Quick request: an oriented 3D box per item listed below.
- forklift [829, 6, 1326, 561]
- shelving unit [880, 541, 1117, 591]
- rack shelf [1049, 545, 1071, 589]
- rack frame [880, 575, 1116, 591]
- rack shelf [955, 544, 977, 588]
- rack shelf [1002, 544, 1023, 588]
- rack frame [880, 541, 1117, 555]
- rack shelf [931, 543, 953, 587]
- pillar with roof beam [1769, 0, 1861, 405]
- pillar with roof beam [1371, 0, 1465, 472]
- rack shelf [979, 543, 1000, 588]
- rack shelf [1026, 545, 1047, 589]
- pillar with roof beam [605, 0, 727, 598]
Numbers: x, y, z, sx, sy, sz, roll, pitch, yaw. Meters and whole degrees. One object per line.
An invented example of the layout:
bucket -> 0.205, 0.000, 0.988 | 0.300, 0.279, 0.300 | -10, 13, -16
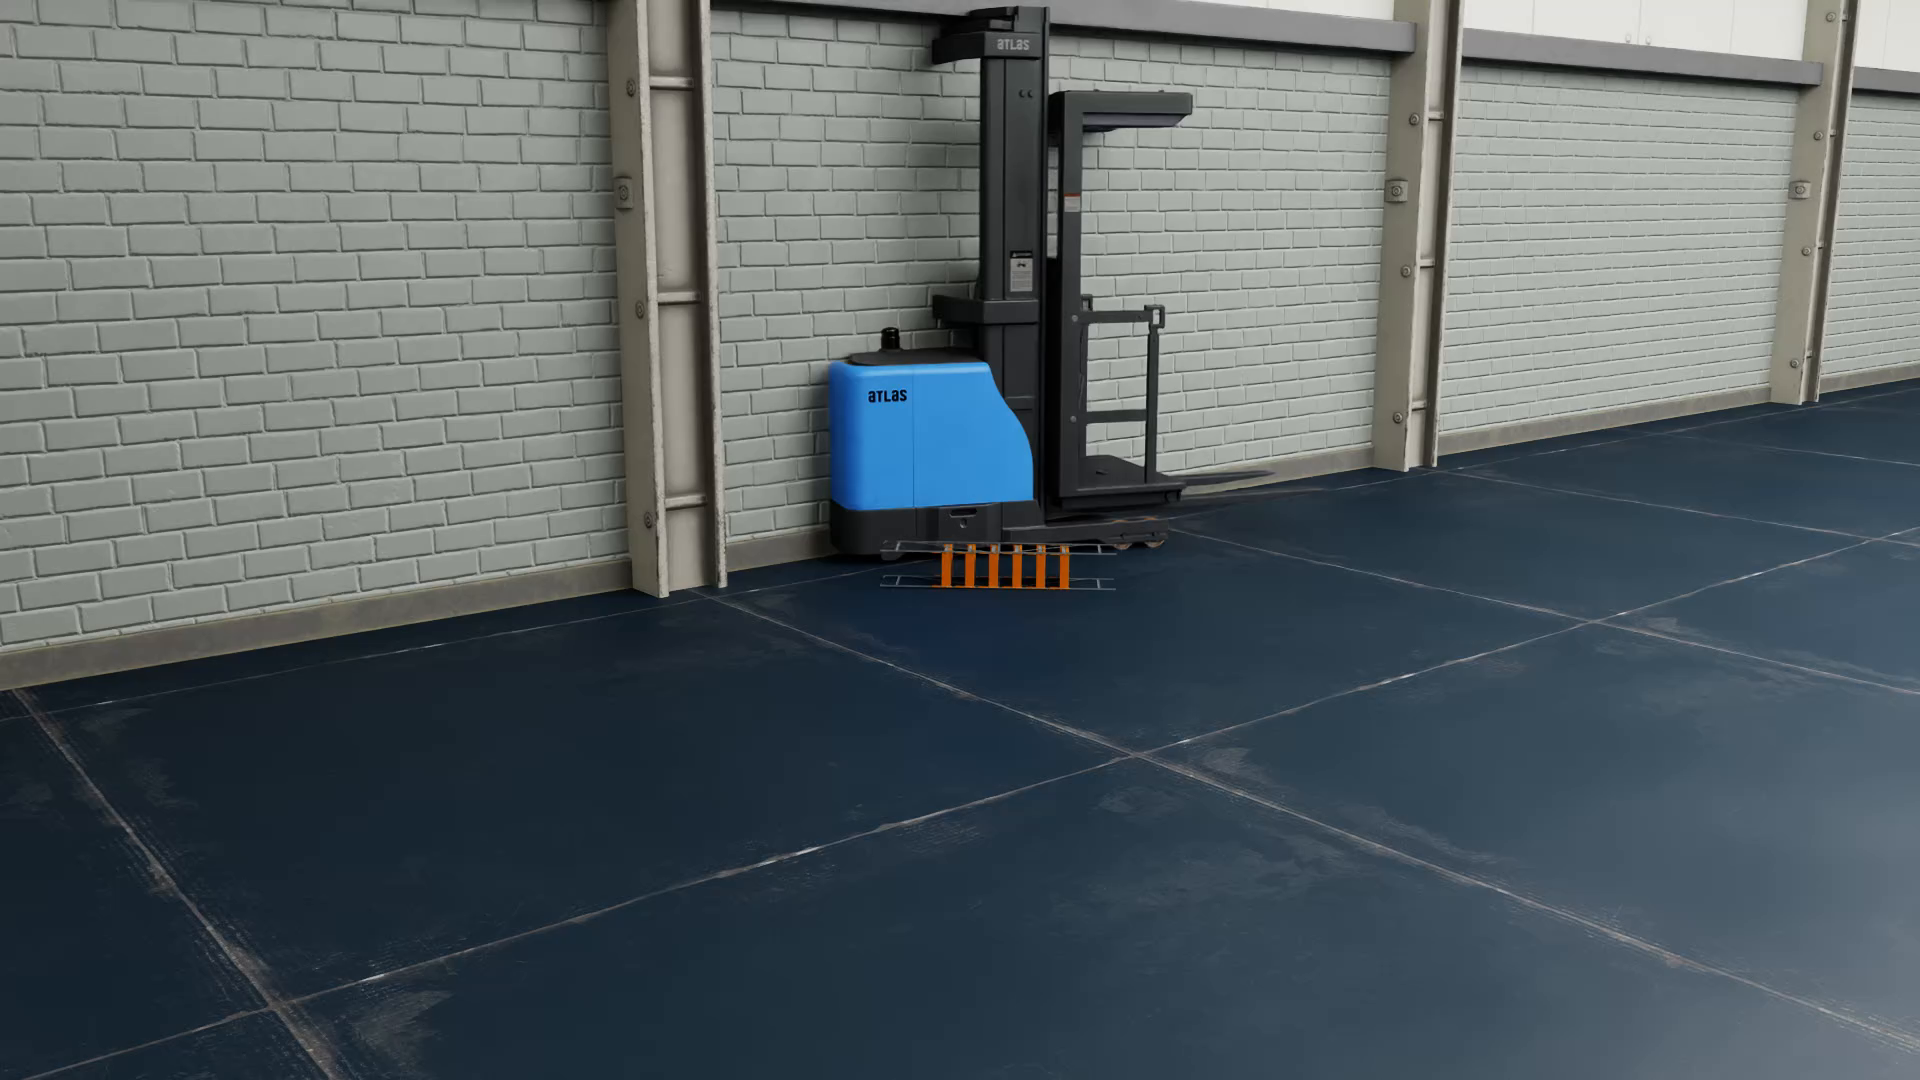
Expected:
forklift -> 0.663, -1.483, 9.555 | 3.031, 2.935, 1.130 | -4, 13, -19
shelving unit -> 0.197, 0.130, 8.544 | 1.200, 0.189, 0.258 | 1, 12, 3
rack shelf -> 0.512, 0.135, 8.531 | 0.103, 0.180, 0.258 | 1, 12, 3
rack frame -> 0.196, 0.220, 8.563 | 1.200, 0.006, 0.240 | 1, 12, 3
rack shelf -> 0.032, 0.128, 8.552 | 0.103, 0.180, 0.258 | 1, 12, 3
rack shelf -> 0.272, 0.131, 8.541 | 0.103, 0.180, 0.258 | 1, 12, 3
rack frame -> 0.197, 0.041, 8.525 | 1.200, 0.006, 0.240 | 1, 12, 3
rack shelf -> -0.088, 0.126, 8.557 | 0.103, 0.180, 0.258 | 1, 12, 3
pillar with roof beam -> 10.621, -5.024, 11.622 | 0.400, 9.000, 9.100 | -9, 15, -38
pillar with roof beam -> 5.936, -4.245, 7.955 | 0.400, 9.000, 9.100 | -9, 15, -38
rack shelf -> 0.152, 0.129, 8.546 | 0.103, 0.180, 0.258 | 1, 12, 3
rack shelf -> 0.392, 0.133, 8.536 | 0.103, 0.180, 0.258 | 1, 12, 3
pillar with roof beam -> 1.251, -3.466, 4.289 | 0.400, 9.000, 9.100 | -9, 15, -38
